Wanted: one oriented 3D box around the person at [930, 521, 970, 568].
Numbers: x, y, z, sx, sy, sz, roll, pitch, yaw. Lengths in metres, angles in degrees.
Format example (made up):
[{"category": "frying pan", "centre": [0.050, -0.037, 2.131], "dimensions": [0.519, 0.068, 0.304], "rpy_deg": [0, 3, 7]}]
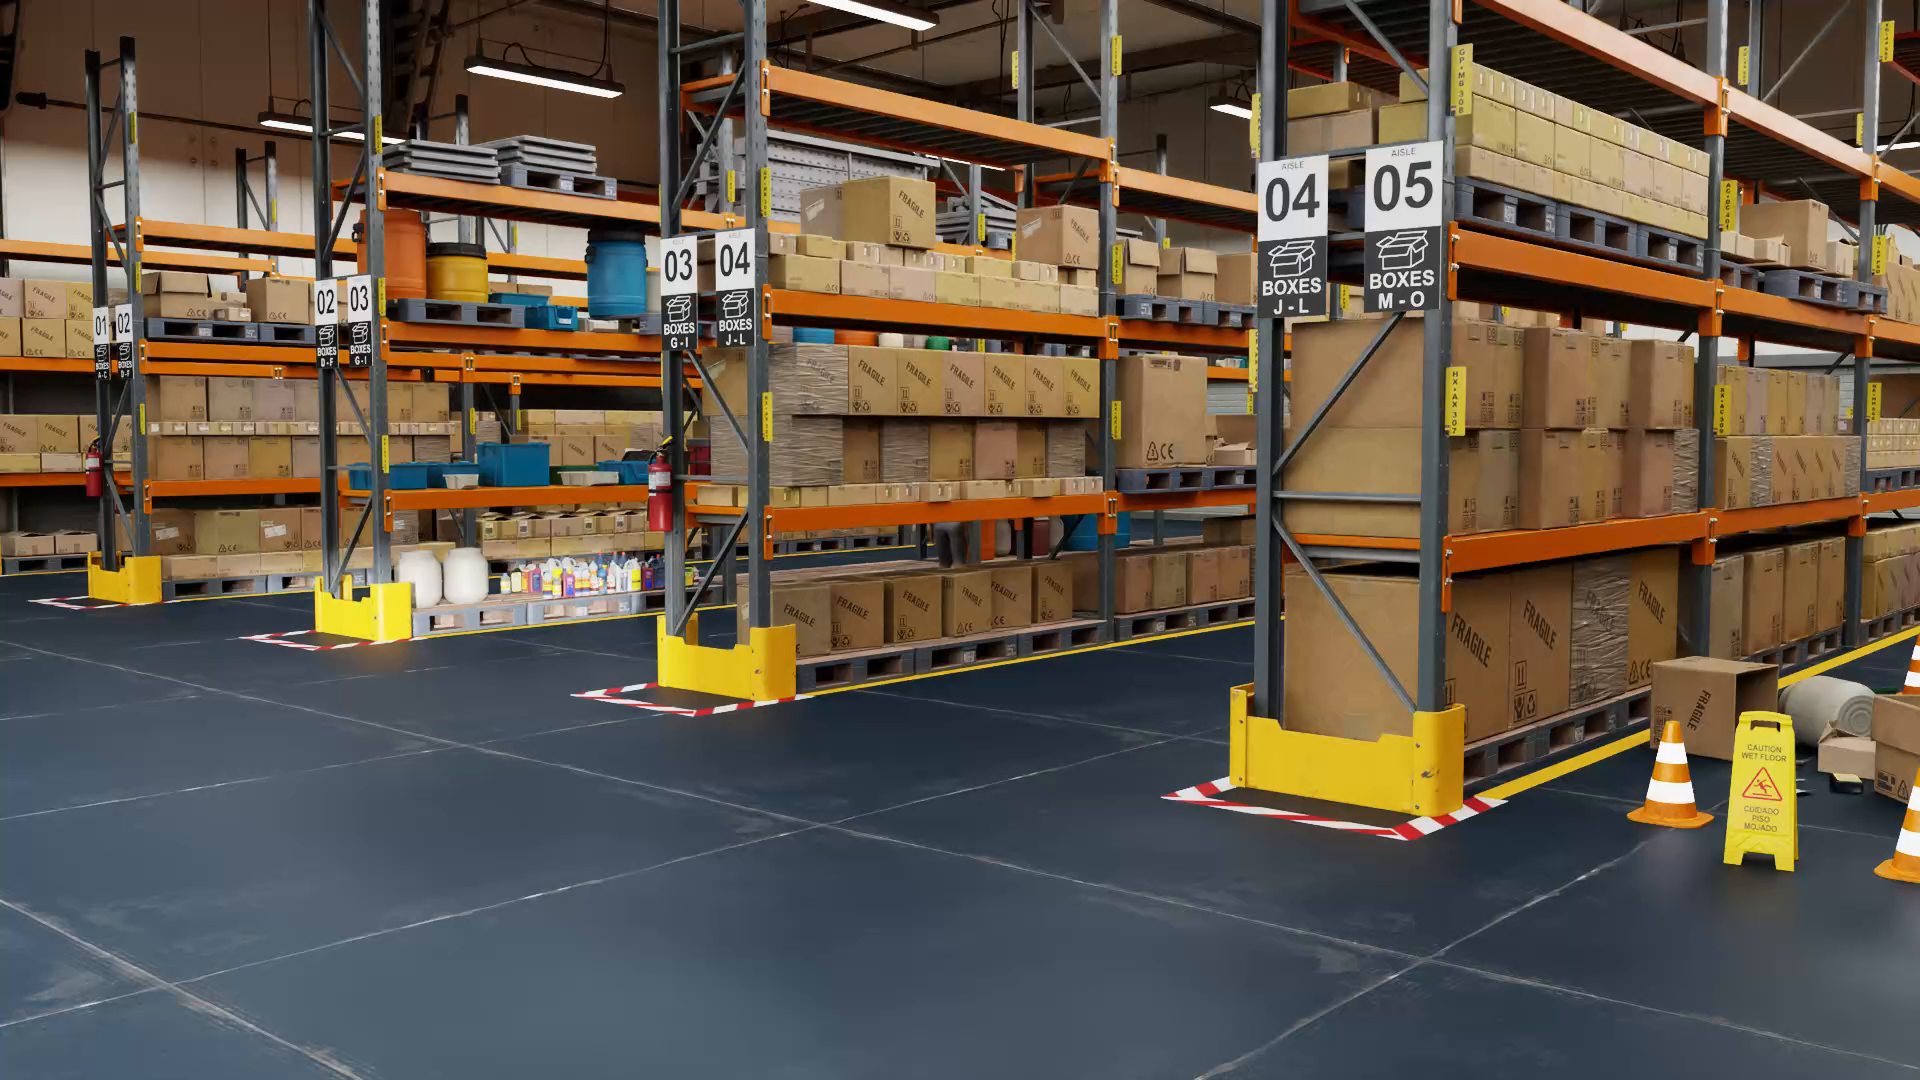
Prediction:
[{"category": "person", "centre": [-0.068, -0.100, 17.214], "dimensions": [0.470, 1.676, 0.592], "rpy_deg": [2, 4, 30]}]
